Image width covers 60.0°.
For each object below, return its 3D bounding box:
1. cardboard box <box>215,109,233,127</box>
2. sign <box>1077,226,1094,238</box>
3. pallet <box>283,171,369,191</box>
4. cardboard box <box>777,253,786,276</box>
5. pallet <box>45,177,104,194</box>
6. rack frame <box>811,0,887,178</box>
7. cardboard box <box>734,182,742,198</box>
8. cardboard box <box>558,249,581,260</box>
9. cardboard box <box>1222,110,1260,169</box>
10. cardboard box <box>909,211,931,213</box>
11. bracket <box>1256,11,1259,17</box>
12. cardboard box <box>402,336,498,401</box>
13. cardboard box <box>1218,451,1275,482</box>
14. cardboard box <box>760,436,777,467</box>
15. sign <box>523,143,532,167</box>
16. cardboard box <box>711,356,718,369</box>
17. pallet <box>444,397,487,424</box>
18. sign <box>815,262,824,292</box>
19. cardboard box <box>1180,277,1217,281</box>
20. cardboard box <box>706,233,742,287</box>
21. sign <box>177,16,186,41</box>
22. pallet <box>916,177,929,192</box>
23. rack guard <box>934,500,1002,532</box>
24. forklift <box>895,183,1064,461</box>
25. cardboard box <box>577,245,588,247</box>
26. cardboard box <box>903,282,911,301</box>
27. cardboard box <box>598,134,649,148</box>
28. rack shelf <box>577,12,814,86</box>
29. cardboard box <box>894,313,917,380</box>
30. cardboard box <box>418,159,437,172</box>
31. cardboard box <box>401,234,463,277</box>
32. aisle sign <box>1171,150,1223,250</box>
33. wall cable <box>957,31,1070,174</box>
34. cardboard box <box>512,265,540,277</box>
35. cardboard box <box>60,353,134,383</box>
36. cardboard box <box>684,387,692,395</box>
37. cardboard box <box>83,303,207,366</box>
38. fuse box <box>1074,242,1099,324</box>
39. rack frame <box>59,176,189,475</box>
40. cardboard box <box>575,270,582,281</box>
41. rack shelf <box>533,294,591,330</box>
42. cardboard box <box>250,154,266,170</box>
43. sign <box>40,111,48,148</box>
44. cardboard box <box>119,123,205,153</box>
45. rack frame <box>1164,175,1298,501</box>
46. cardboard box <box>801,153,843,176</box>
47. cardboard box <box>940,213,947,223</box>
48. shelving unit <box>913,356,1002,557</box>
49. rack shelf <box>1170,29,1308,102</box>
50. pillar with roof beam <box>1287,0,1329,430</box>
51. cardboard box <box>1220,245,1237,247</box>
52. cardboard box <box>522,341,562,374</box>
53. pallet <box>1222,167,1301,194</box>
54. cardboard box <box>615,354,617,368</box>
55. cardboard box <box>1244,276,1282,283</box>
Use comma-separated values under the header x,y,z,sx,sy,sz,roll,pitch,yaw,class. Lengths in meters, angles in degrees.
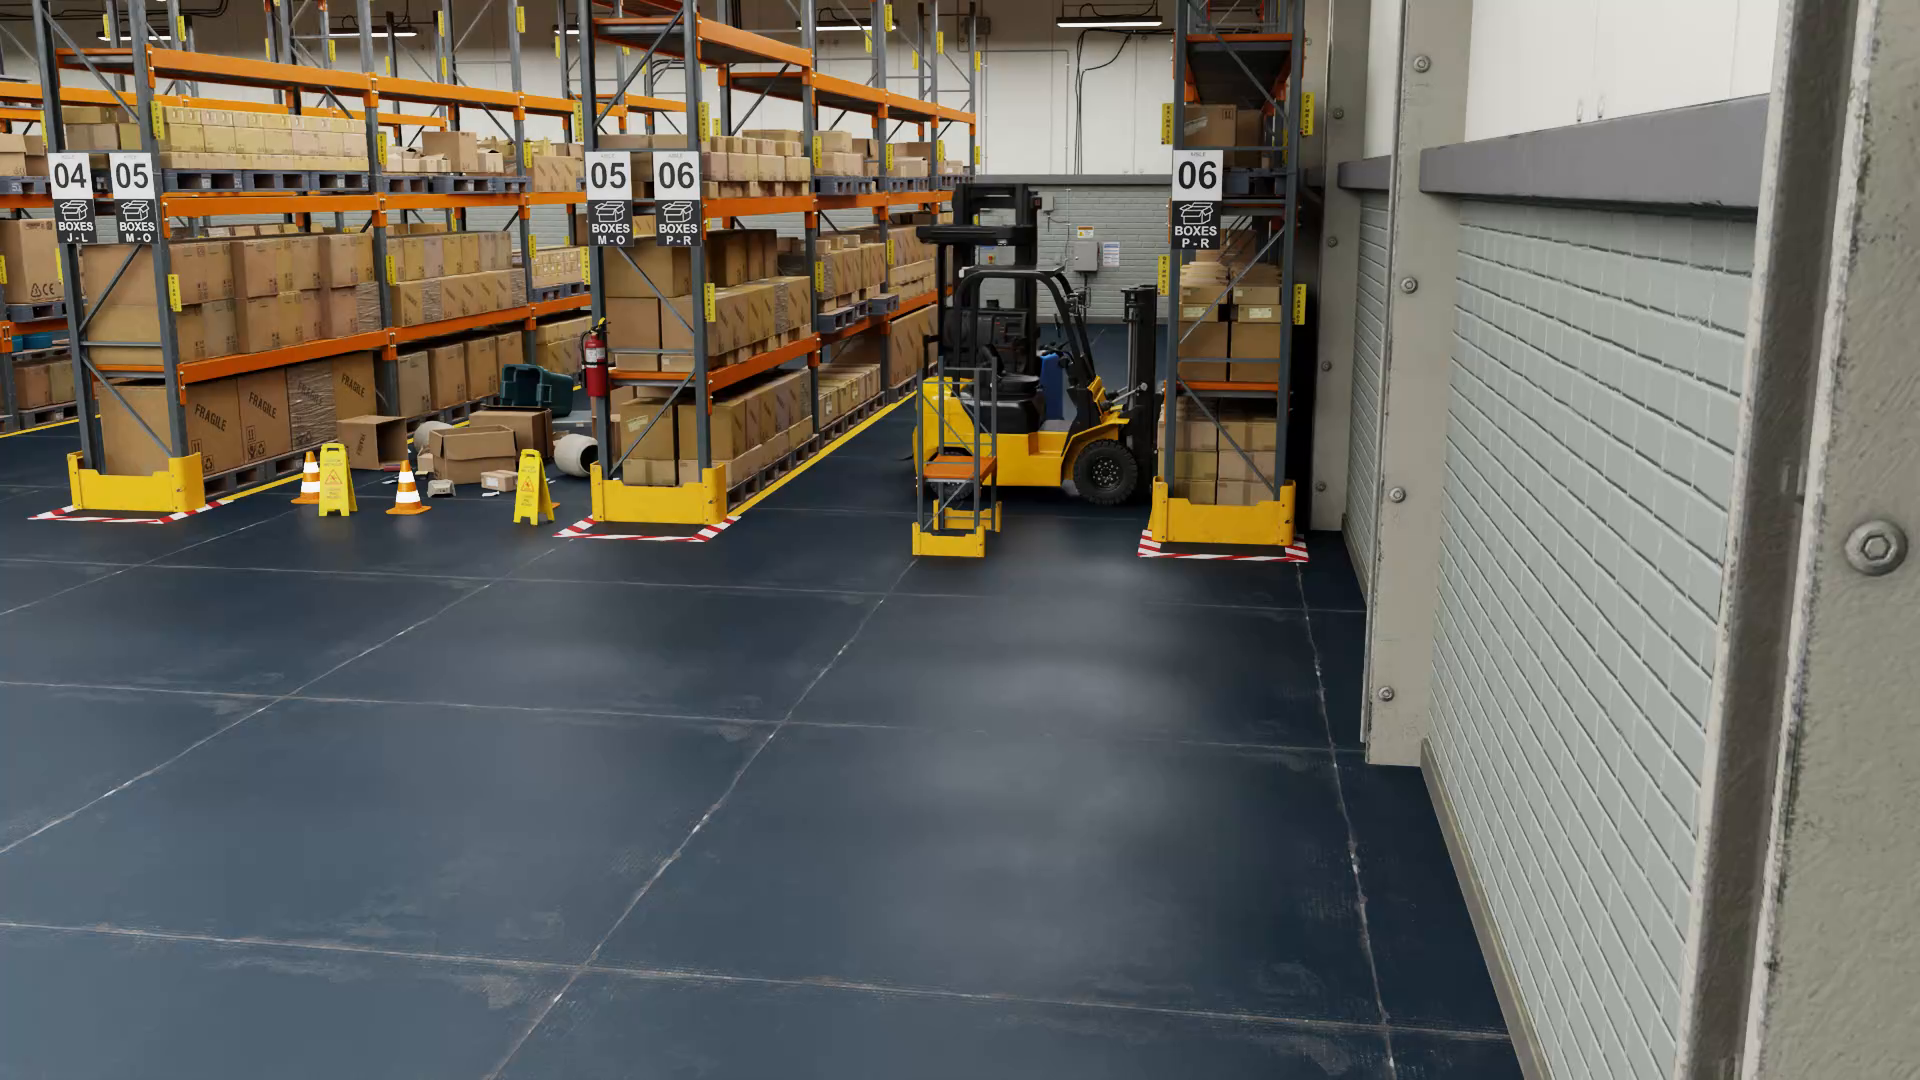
x,y,z,sx,sy,sz,roll,pitch,yaw,class
-7.115,-3.981,15.697,0.380,0.149,0.250,2,12,9,cardboard box
2.643,-6.493,35.040,0.339,0.242,0.001,2,12,9,sign
-7.120,-3.862,17.886,1.003,0.211,1.213,2,12,9,pallet
-2.233,-2.973,18.729,0.500,0.500,0.500,2,12,8,cardboard box
-11.513,-4.507,21.111,1.213,0.211,1.003,2,12,9,pallet
-1.462,-6.235,21.566,1.000,3.000,0.127,2,12,9,rack frame
-2.243,-3.259,15.471,0.380,0.149,0.250,1,12,7,cardboard box
-5.824,-4.287,24.952,0.380,0.149,0.250,1,12,6,cardboard box
2.297,-3.557,14.785,0.700,0.500,0.500,2,12,9,cardboard box
-0.694,-5.539,28.424,0.380,0.149,0.250,2,12,9,cardboard box
6.056,-10.624,33.384,0.235,0.232,0.430,2,12,9,bracket
-6.682,-2.242,21.618,1.050,0.750,0.750,2,12,10,cardboard box
2.490,-0.674,14.344,0.500,0.250,0.500,2,12,10,cardboard box
-2.138,-0.877,16.475,0.500,0.250,0.500,3,12,12,cardboard box
-5.821,-5.180,22.375,0.100,0.325,0.005,2,12,9,sign
-2.411,-1.632,15.040,0.380,0.149,0.250,2,12,9,cardboard box
-6.754,-1.664,21.213,1.003,0.211,1.213,2,12,9,pallet
-1.540,-2.877,18.169,0.100,0.325,0.005,2,12,9,sign
2.123,-2.285,14.993,0.380,0.149,0.250,2,12,10,cardboard box
-2.554,-2.748,16.307,0.700,0.500,0.500,2,12,8,cardboard box
-10.716,-7.036,22.877,0.100,0.325,0.005,2,12,9,sign
-0.939,-5.316,24.873,0.805,0.209,1.217,1,12,6,pallet
0.065,-0.210,14.374,0.587,0.250,0.087,2,12,9,rack guard
0.194,-2.290,17.664,1.130,2.935,3.031,5,13,20,forklift
-5.958,-4.579,27.176,0.500,0.500,0.500,2,12,9,cardboard box
-0.990,-3.540,23.653,0.500,0.250,0.500,2,12,11,cardboard box
-2.932,-3.451,14.468,0.380,0.149,0.250,2,12,9,cardboard box
-2.385,-4.633,15.847,1.077,0.370,4.000,2,12,9,rack shelf
-1.132,-2.796,23.893,0.875,0.875,0.875,2,12,9,cardboard box
-6.511,-4.490,19.951,0.380,0.149,0.250,2,12,9,cardboard box
-6.679,-3.568,20.819,0.700,0.500,0.500,2,12,8,cardboard box
1.913,-2.744,13.435,0.394,0.787,0.004,2,12,9,aisle sign
1.108,-9.069,34.715,2.355,3.000,0.029,2,12,9,wall cable
-6.096,-3.764,23.232,0.380,0.149,0.250,2,12,11,cardboard box
-11.490,-2.243,22.169,0.700,0.500,0.500,3,13,13,cardboard box
-2.795,-1.488,15.989,0.380,0.149,0.250,2,12,10,cardboard box
-7.587,-1.929,15.467,0.875,0.550,0.550,2,12,9,cardboard box
2.666,-5.414,35.055,0.539,1.711,0.414,2,12,9,fuse box
-7.599,-1.777,15.117,1.000,3.000,0.127,2,12,9,rack frame
-5.857,-3.941,24.761,0.380,0.149,0.250,1,12,7,cardboard box
-6.061,-3.507,24.853,1.077,0.370,4.000,2,12,9,rack shelf
-7.035,-3.698,16.275,0.380,0.149,0.250,2,12,8,cardboard box
-8.133,-3.658,14.812,0.100,0.325,0.005,2,12,9,sign
-7.271,-3.661,15.159,0.500,0.250,0.500,2,12,9,cardboard box
2.213,-1.477,13.728,1.000,3.000,0.127,2,12,9,rack frame
-1.591,-4.177,18.494,0.500,0.250,0.500,2,12,7,cardboard box
-0.422,-5.206,26.878,0.380,0.149,0.250,2,12,8,cardboard box
-0.012,-0.717,13.762,0.587,1.500,1.083,2,12,9,shelving unit
2.521,-4.279,15.146,1.077,0.370,4.000,2,12,9,rack shelf
-0.120,-5.914,20.076,9.100,9.000,0.400,2,12,9,pillar with roof beam
3.763,-4.136,24.831,0.700,0.500,0.500,2,12,10,cardboard box
-6.008,-2.564,23.709,0.500,0.500,0.500,1,12,6,cardboard box
2.347,-3.047,14.101,1.003,0.211,1.213,2,12,9,pallet
-2.917,-1.656,15.152,0.380,0.149,0.250,2,12,8,cardboard box
2.782,-2.319,15.149,0.380,0.149,0.250,2,12,7,cardboard box
